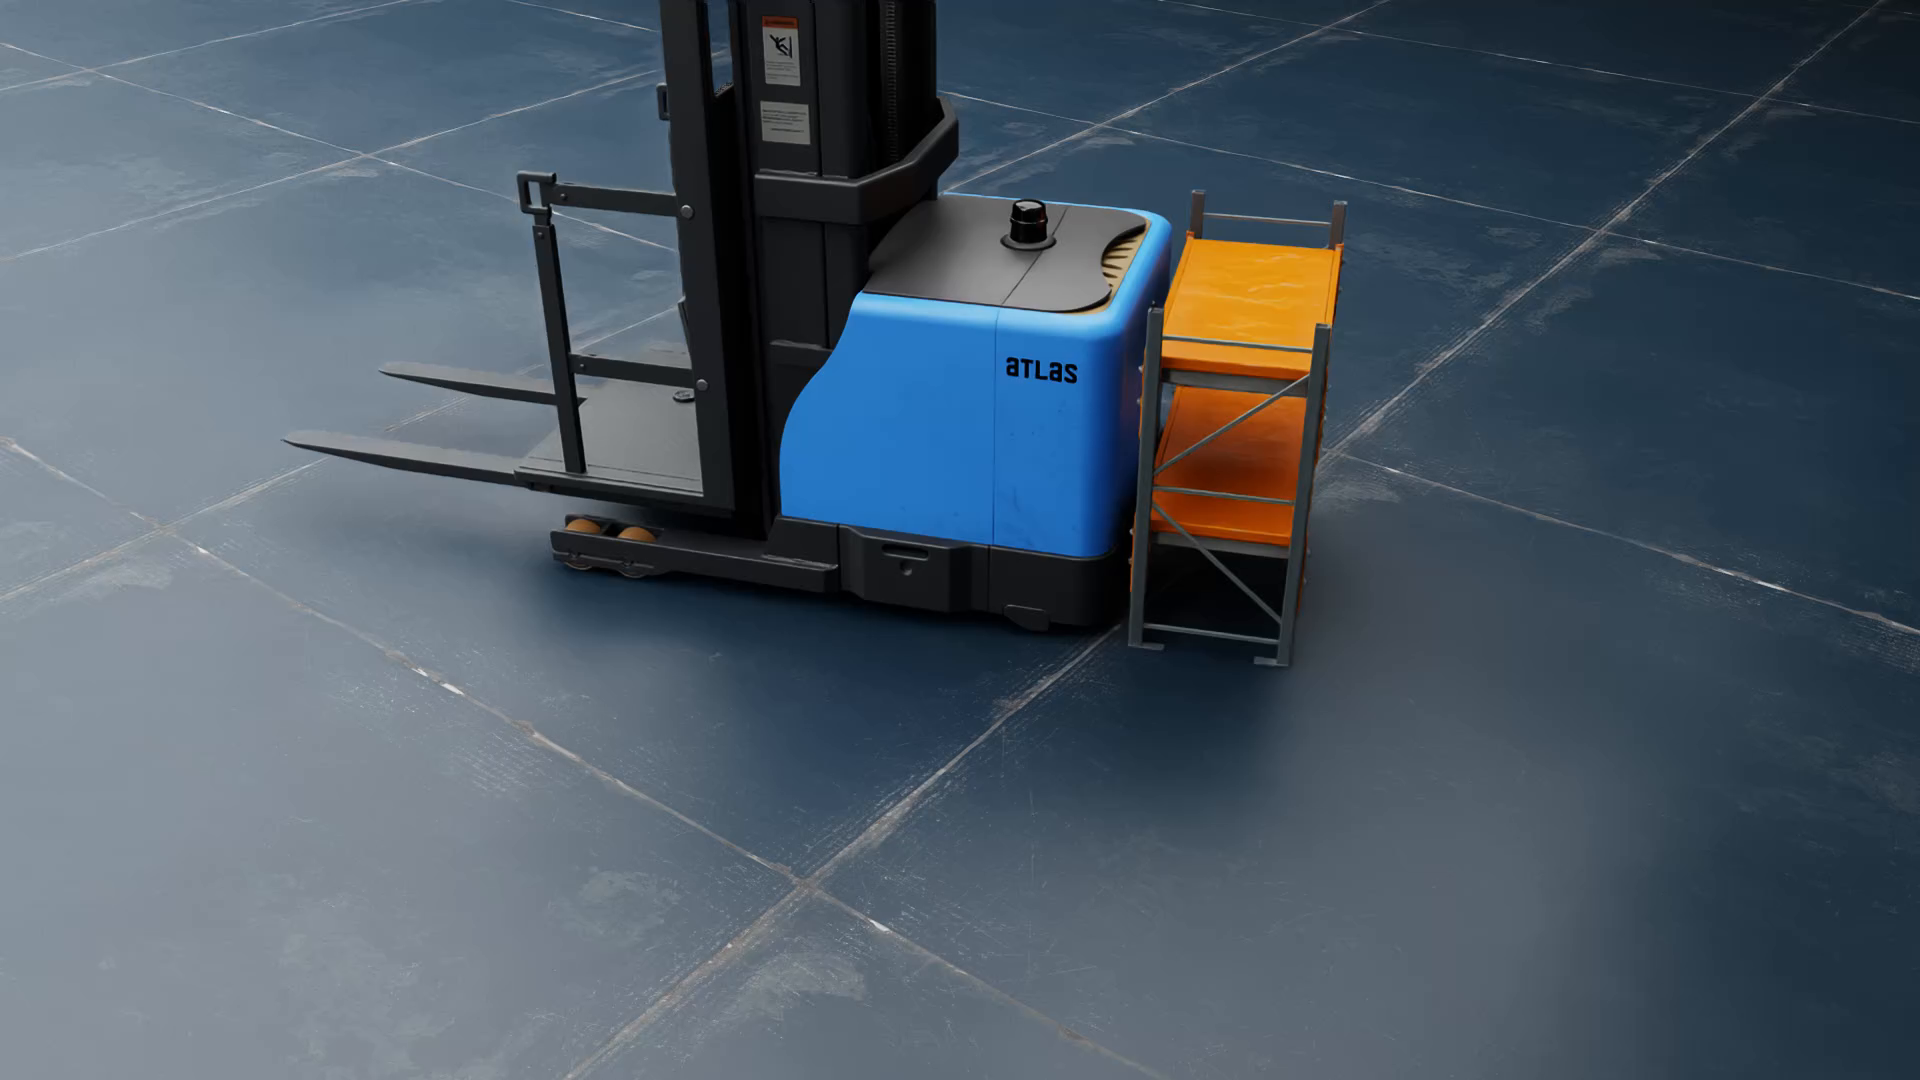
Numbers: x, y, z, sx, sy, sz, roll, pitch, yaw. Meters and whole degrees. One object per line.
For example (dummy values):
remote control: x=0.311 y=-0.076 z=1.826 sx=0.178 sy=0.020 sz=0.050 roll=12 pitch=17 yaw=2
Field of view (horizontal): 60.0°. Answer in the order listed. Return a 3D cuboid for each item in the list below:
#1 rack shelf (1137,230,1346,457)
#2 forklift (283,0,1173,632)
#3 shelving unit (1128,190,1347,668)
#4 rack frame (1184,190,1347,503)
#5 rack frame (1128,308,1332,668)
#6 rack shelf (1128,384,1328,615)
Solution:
rack shelf: x=0.888 y=-0.633 z=5.136 sx=0.538 sy=0.278 sz=1.000 roll=7 pitch=32 yaw=12
forklift: x=-0.864 y=-1.384 z=5.210 sx=3.031 sy=2.935 sz=1.130 roll=8 pitch=32 yaw=13
shelving unit: x=0.888 y=-0.381 z=5.286 sx=0.538 sy=1.125 sz=1.048 roll=7 pitch=32 yaw=12
rack frame: x=1.008 y=-0.634 z=5.710 sx=0.500 sy=1.125 sz=0.032 roll=7 pitch=32 yaw=12
rack frame: x=0.768 y=-0.128 z=4.861 sx=0.500 sy=1.125 sz=0.032 roll=7 pitch=32 yaw=12
rack shelf: x=0.889 y=-0.171 z=5.411 sx=0.538 sy=0.278 sz=1.000 roll=7 pitch=32 yaw=12
